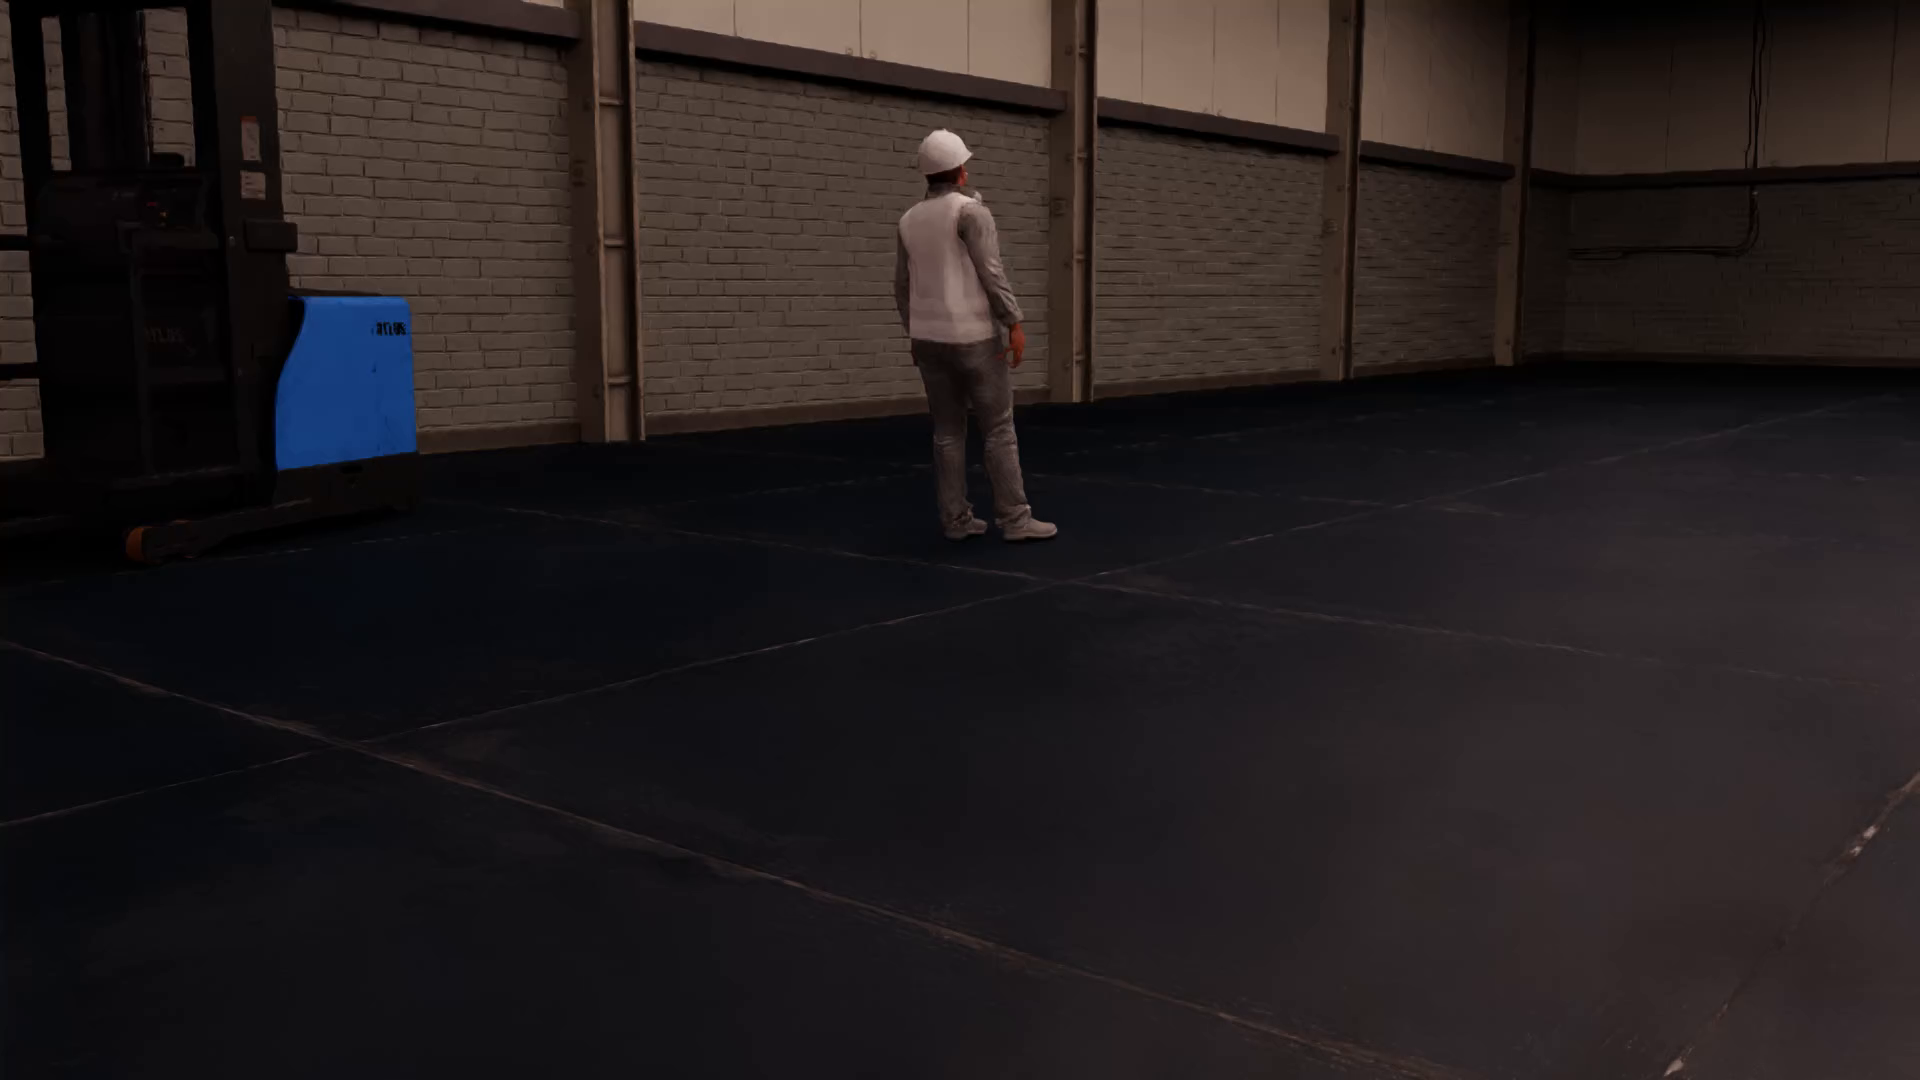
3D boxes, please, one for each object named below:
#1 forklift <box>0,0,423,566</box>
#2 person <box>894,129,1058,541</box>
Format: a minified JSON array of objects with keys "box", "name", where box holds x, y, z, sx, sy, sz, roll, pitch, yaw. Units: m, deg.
[{"box":[-3.649,-1.410,6.920,1.130,2.935,3.031,3,9,19],"name":"forklift"},{"box":[0.046,-0.891,7.318,0.632,1.773,0.567,7,11,38],"name":"person"}]
